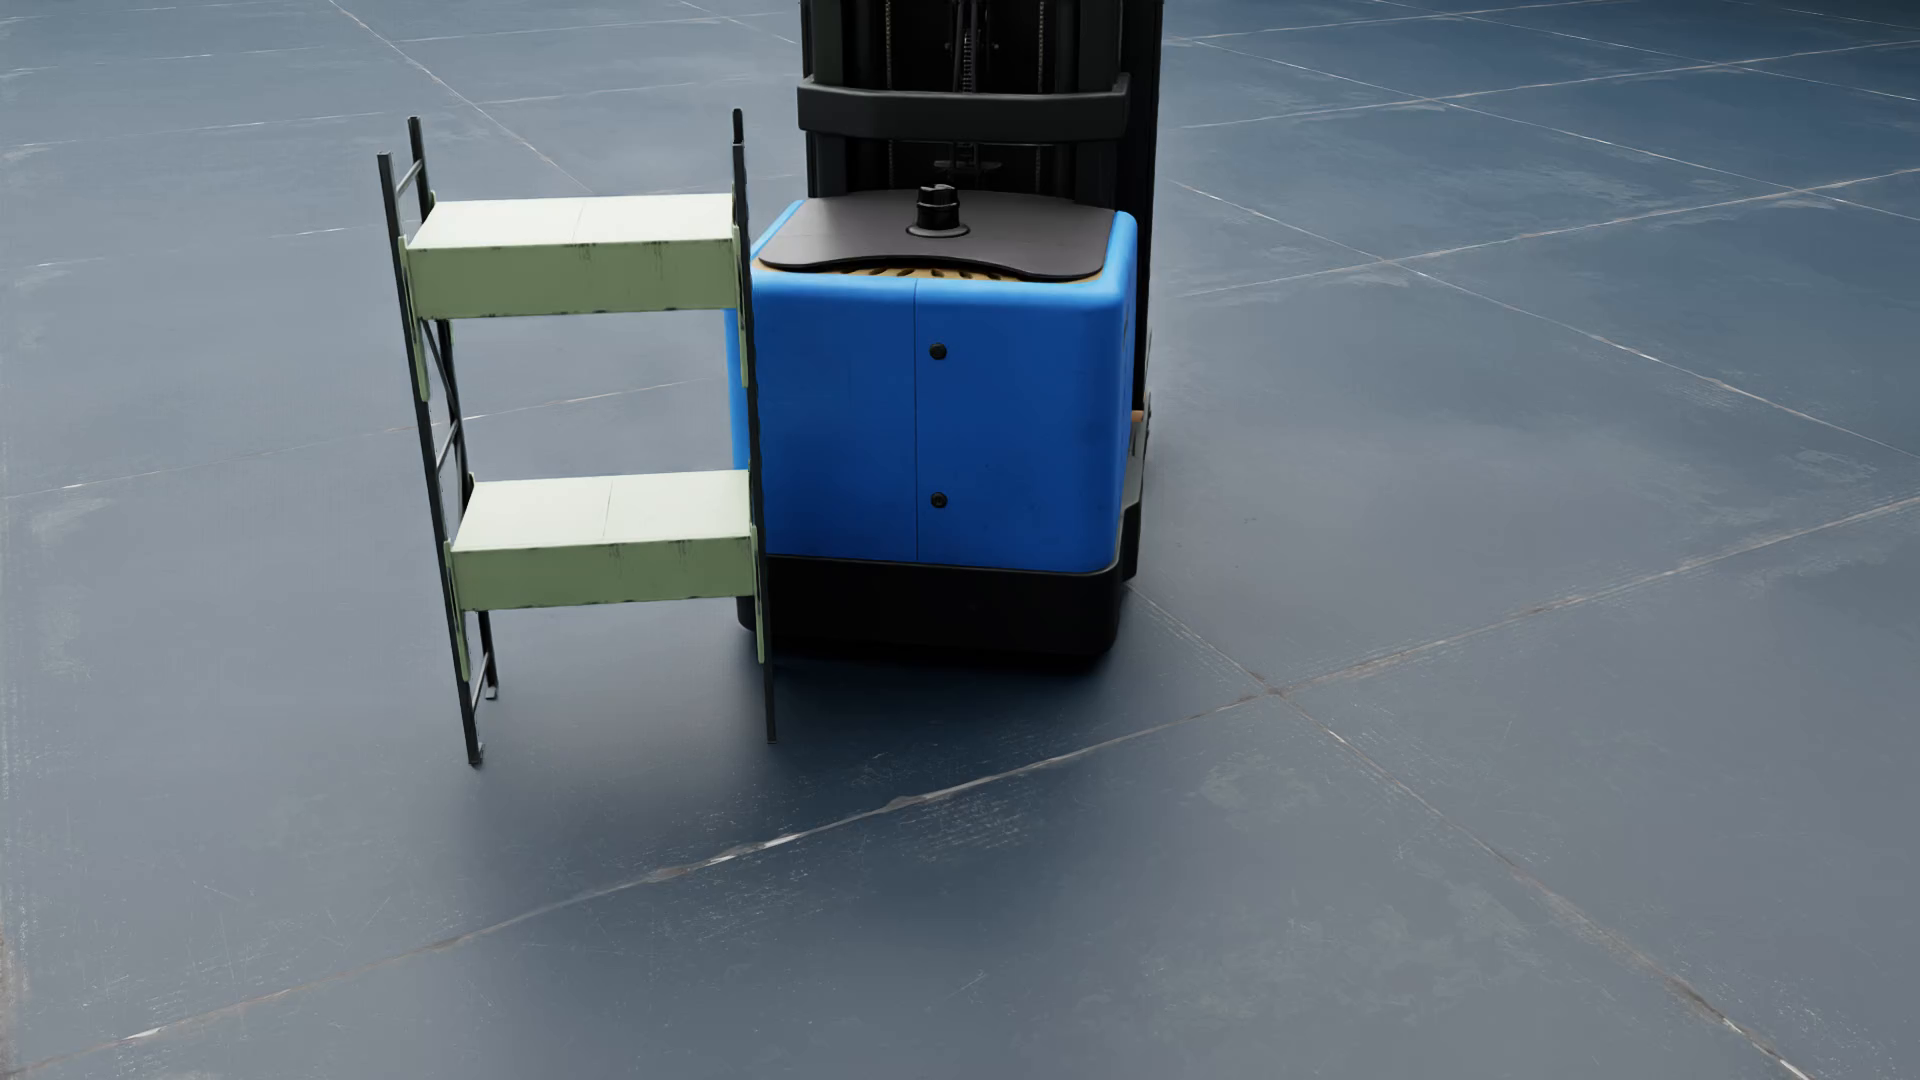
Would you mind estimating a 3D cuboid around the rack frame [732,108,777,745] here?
[{"bbox_3d":[-0.496,-0.247,4.031,0.023,1.500,0.400,-3,26,-6],"label":"rack frame"}]

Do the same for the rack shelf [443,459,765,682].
[{"bbox_3d":[-0.860,0.066,4.132,0.720,0.370,0.431,-3,26,-6],"label":"rack shelf"}]

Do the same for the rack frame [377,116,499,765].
[{"bbox_3d":[-1.223,-0.209,3.951,0.023,1.500,0.400,-3,26,-6],"label":"rack frame"}]

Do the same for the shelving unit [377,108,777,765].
[{"bbox_3d":[-0.860,-0.228,3.991,0.755,1.500,0.431,-3,26,-6],"label":"shelving unit"}]

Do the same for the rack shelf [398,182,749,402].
[{"bbox_3d":[-0.860,-0.580,3.823,0.720,0.370,0.431,-3,26,-6],"label":"rack shelf"}]

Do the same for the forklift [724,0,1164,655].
[{"bbox_3d":[0.098,-1.622,5.243,1.130,2.935,3.031,3,26,7],"label":"forklift"}]
